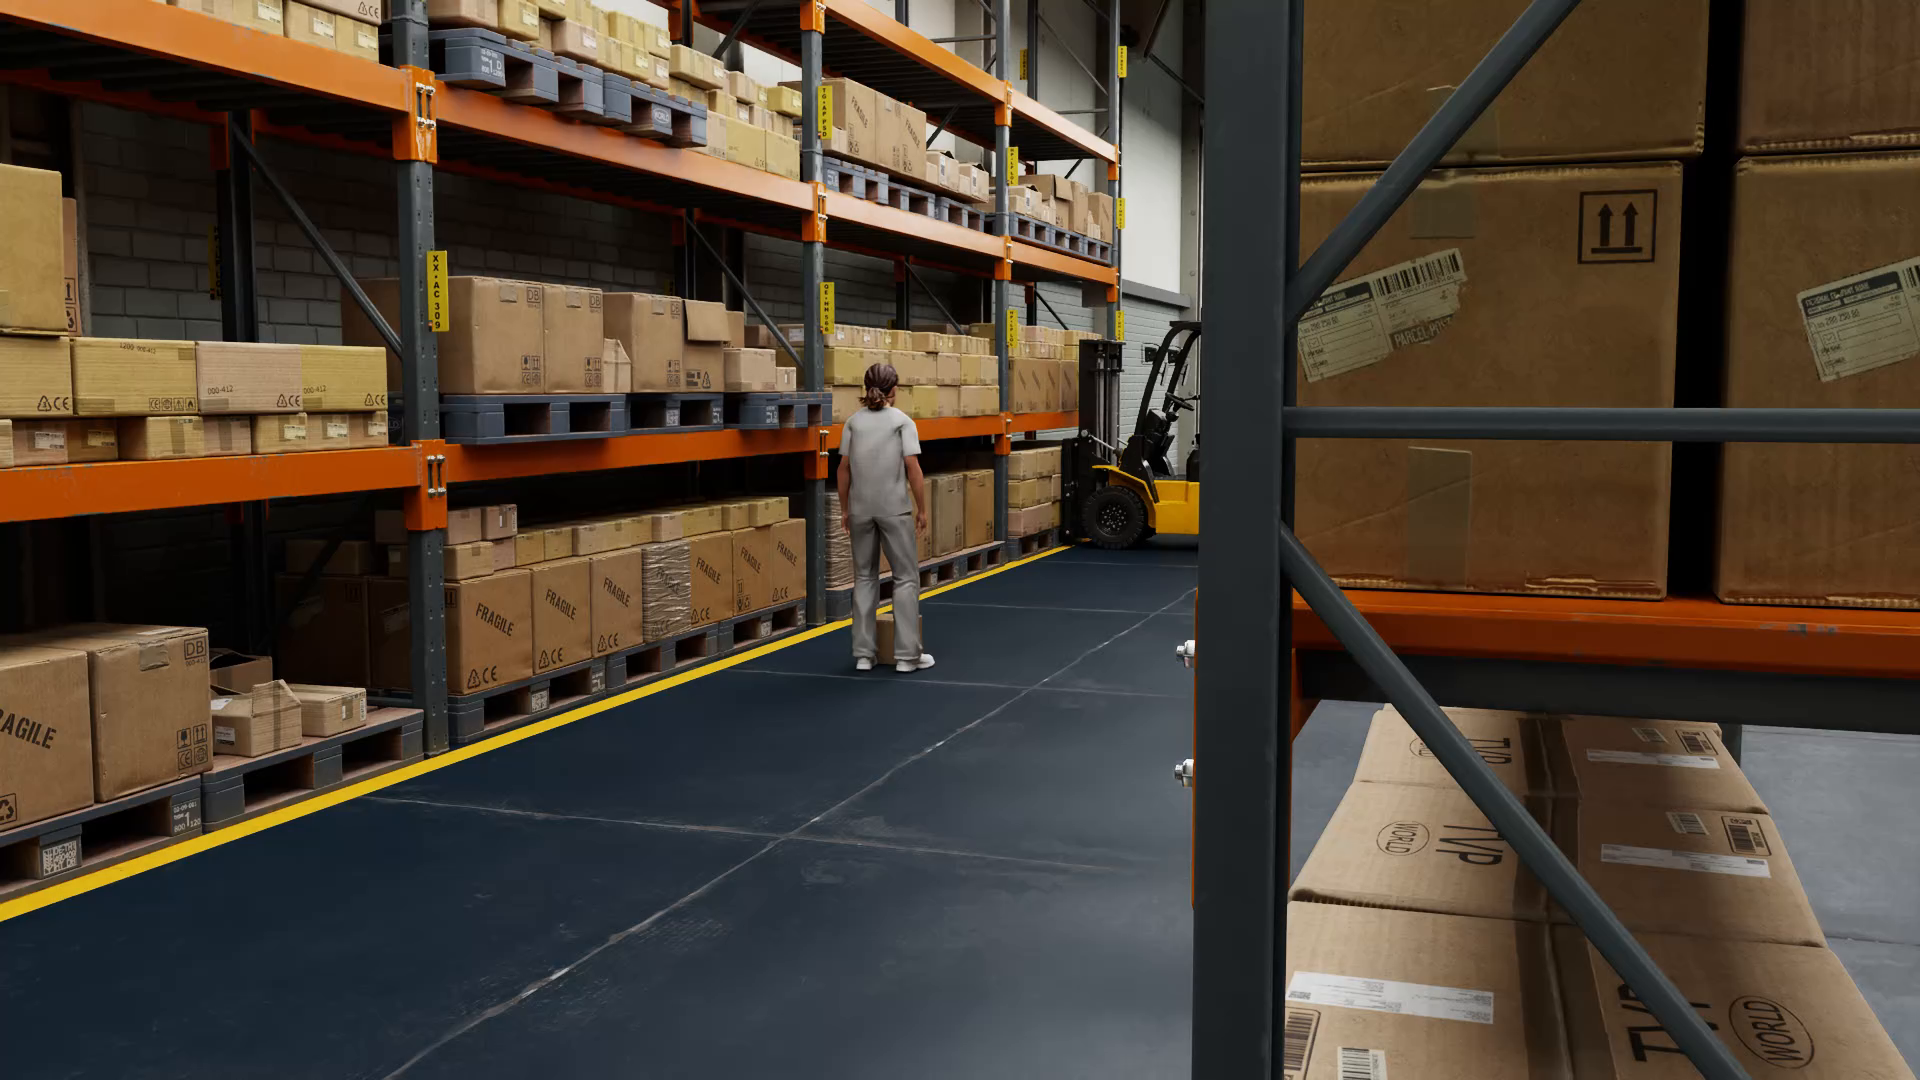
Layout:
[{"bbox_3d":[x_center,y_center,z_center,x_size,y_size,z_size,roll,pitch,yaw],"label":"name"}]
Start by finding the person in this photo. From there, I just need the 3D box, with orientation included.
[{"bbox_3d":[-0.421,-0.126,9.072,0.504,1.673,0.352,2,6,16],"label":"person"}]
